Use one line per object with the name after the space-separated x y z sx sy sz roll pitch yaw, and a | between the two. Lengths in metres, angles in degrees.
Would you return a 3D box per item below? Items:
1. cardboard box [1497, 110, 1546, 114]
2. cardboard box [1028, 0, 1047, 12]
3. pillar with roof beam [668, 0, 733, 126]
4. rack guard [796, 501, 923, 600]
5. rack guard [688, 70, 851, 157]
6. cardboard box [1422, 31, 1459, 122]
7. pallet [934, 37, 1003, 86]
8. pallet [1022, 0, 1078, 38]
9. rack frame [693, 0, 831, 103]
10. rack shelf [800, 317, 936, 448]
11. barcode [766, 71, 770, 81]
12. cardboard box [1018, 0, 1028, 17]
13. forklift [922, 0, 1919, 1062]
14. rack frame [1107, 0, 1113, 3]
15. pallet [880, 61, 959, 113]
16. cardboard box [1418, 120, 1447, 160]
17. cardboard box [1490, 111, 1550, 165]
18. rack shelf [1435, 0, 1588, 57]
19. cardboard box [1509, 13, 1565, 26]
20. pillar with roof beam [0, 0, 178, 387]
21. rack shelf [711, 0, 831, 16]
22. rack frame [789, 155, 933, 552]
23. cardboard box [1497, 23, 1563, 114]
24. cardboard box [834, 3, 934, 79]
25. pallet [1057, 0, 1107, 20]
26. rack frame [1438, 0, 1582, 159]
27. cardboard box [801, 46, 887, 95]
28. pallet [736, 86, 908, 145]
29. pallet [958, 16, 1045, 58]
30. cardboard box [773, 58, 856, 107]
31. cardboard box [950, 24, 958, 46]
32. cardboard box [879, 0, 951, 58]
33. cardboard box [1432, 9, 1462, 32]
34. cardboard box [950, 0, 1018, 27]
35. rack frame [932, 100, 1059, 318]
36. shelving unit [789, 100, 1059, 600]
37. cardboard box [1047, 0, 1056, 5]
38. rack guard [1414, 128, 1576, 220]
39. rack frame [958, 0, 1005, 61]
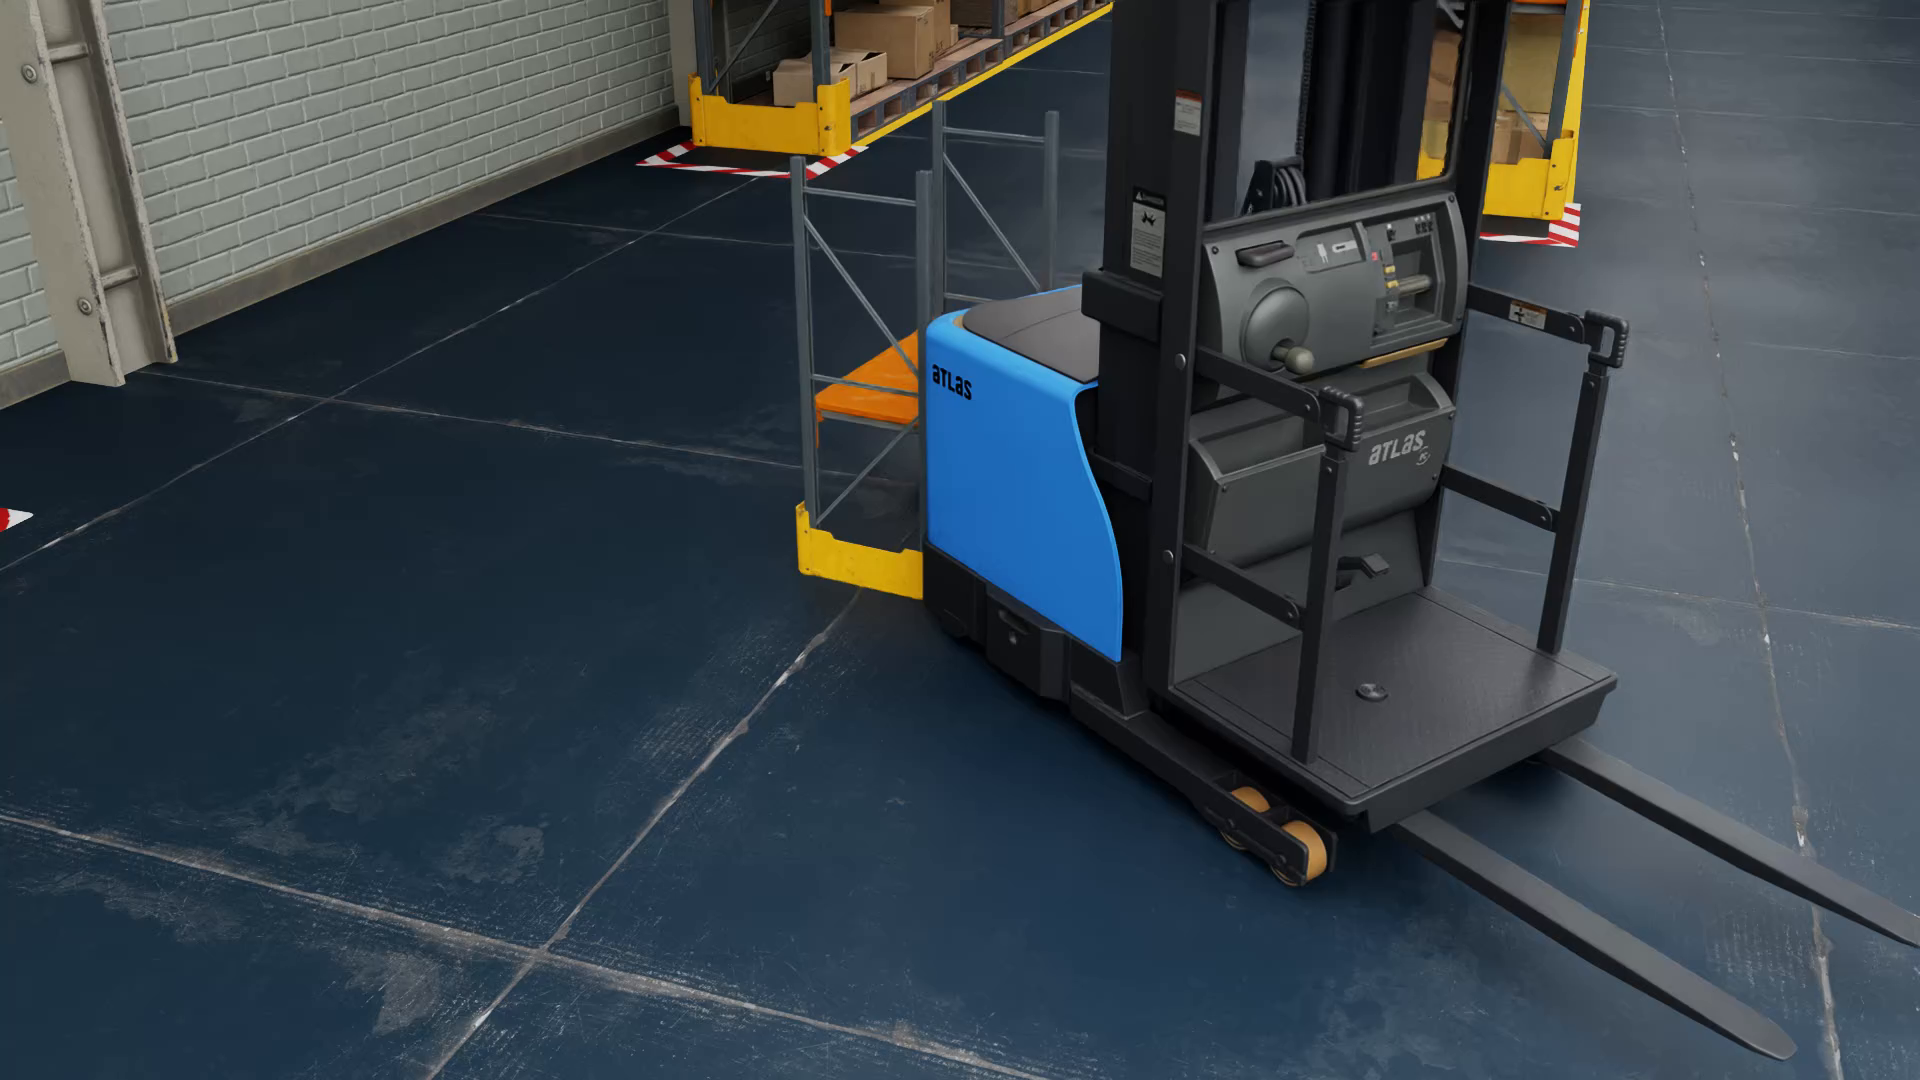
3.812 -2.845 11.358 0.500 0.250 0.500 9 27 17 | cardboard box
0.481 -5.662 16.865 0.700 0.500 0.500 9 27 18 | cardboard box
2.065 -6.706 9.773 9.100 9.000 0.400 9 27 17 | pillar with roof beam
-0.310 0.040 5.881 0.587 0.250 0.087 12 28 23 | rack guard
-1.386 -3.123 12.126 1.175 0.500 0.348 9 27 17 | rack guard
3.159 -3.052 10.925 0.500 0.500 0.500 9 27 17 | cardboard box
-0.270 -4.324 14.939 1.003 0.211 1.213 9 27 17 | pallet
0.582 -5.429 17.220 1.003 0.211 1.213 9 27 17 | pallet
-1.411 -4.217 11.517 1.000 3.000 0.127 9 27 17 | rack frame
-0.096 -0.552 6.082 0.538 0.185 1.000 12 28 23 | rack shelf
-1.467 -3.545 12.700 0.001 0.075 0.075 9 27 17 | barcode
0.274 -5.458 16.444 0.700 0.500 0.500 8 27 16 | cardboard box
1.131 -0.651 4.231 1.130 2.935 3.031 -17 31 -31 | forklift
1.251 -7.504 18.307 1.000 3.000 0.127 9 27 17 | rack frame
-0.675 -3.821 13.900 1.003 0.211 1.213 9 27 17 | pallet
3.161 -2.715 11.088 0.500 0.250 0.500 9 27 17 | cardboard box
3.649 -2.639 10.933 0.500 0.250 0.500 9 27 17 | cardboard box
3.927 -3.998 11.891 1.077 0.370 4.000 9 27 17 | rack shelf
3.968 -3.390 11.622 0.500 0.500 0.500 9 27 17 | cardboard box
0.069 -4.240 4.681 9.100 9.000 0.400 9 27 17 | pillar with roof beam
-0.746 -4.715 13.371 1.077 0.370 4.000 9 27 17 | rack shelf
-0.318 -0.515 5.593 0.500 1.500 0.032 12 28 23 | rack frame
3.814 -3.183 11.194 0.500 0.500 0.500 9 27 17 | cardboard box
-0.615 -4.089 13.618 0.700 0.500 0.500 7 27 14 | cardboard box
0.989 -5.928 18.252 1.003 0.211 1.213 9 27 17 | pallet
3.261 -3.500 10.036 1.000 3.000 0.127 9 27 17 | rack frame
-0.907 -3.710 13.051 0.500 0.311 0.500 11 28 22 | cardboard box
-1.082 -3.322 12.868 1.003 0.211 1.213 9 27 17 | pallet
0.177 -4.926 16.181 1.003 0.211 1.213 9 27 17 | pallet
-1.096 -3.476 12.567 0.500 0.311 0.500 6 26 12 | cardboard box
-0.230 -4.559 14.970 0.380 0.166 0.250 5 26 11 | cardboard box
-0.388 -4.501 14.468 0.500 0.500 0.500 7 27 14 | cardboard box
3.478 -3.465 11.778 0.500 0.500 0.500 9 27 17 | cardboard box
0.149 -5.238 15.990 0.700 0.500 0.500 10 27 19 | cardboard box
0.127 -0.913 6.415 0.500 1.500 0.032 12 28 23 | rack frame
-0.092 -0.718 6.011 0.587 1.500 1.083 12 28 23 | shelving unit
0.641 -5.871 17.296 0.700 0.500 0.500 9 27 17 | cardboard box
3.253 -2.365 10.561 1.175 0.500 0.348 9 27 17 | rack guard
-0.080 -5.860 14.912 1.000 3.000 0.127 9 27 17 | rack frame
